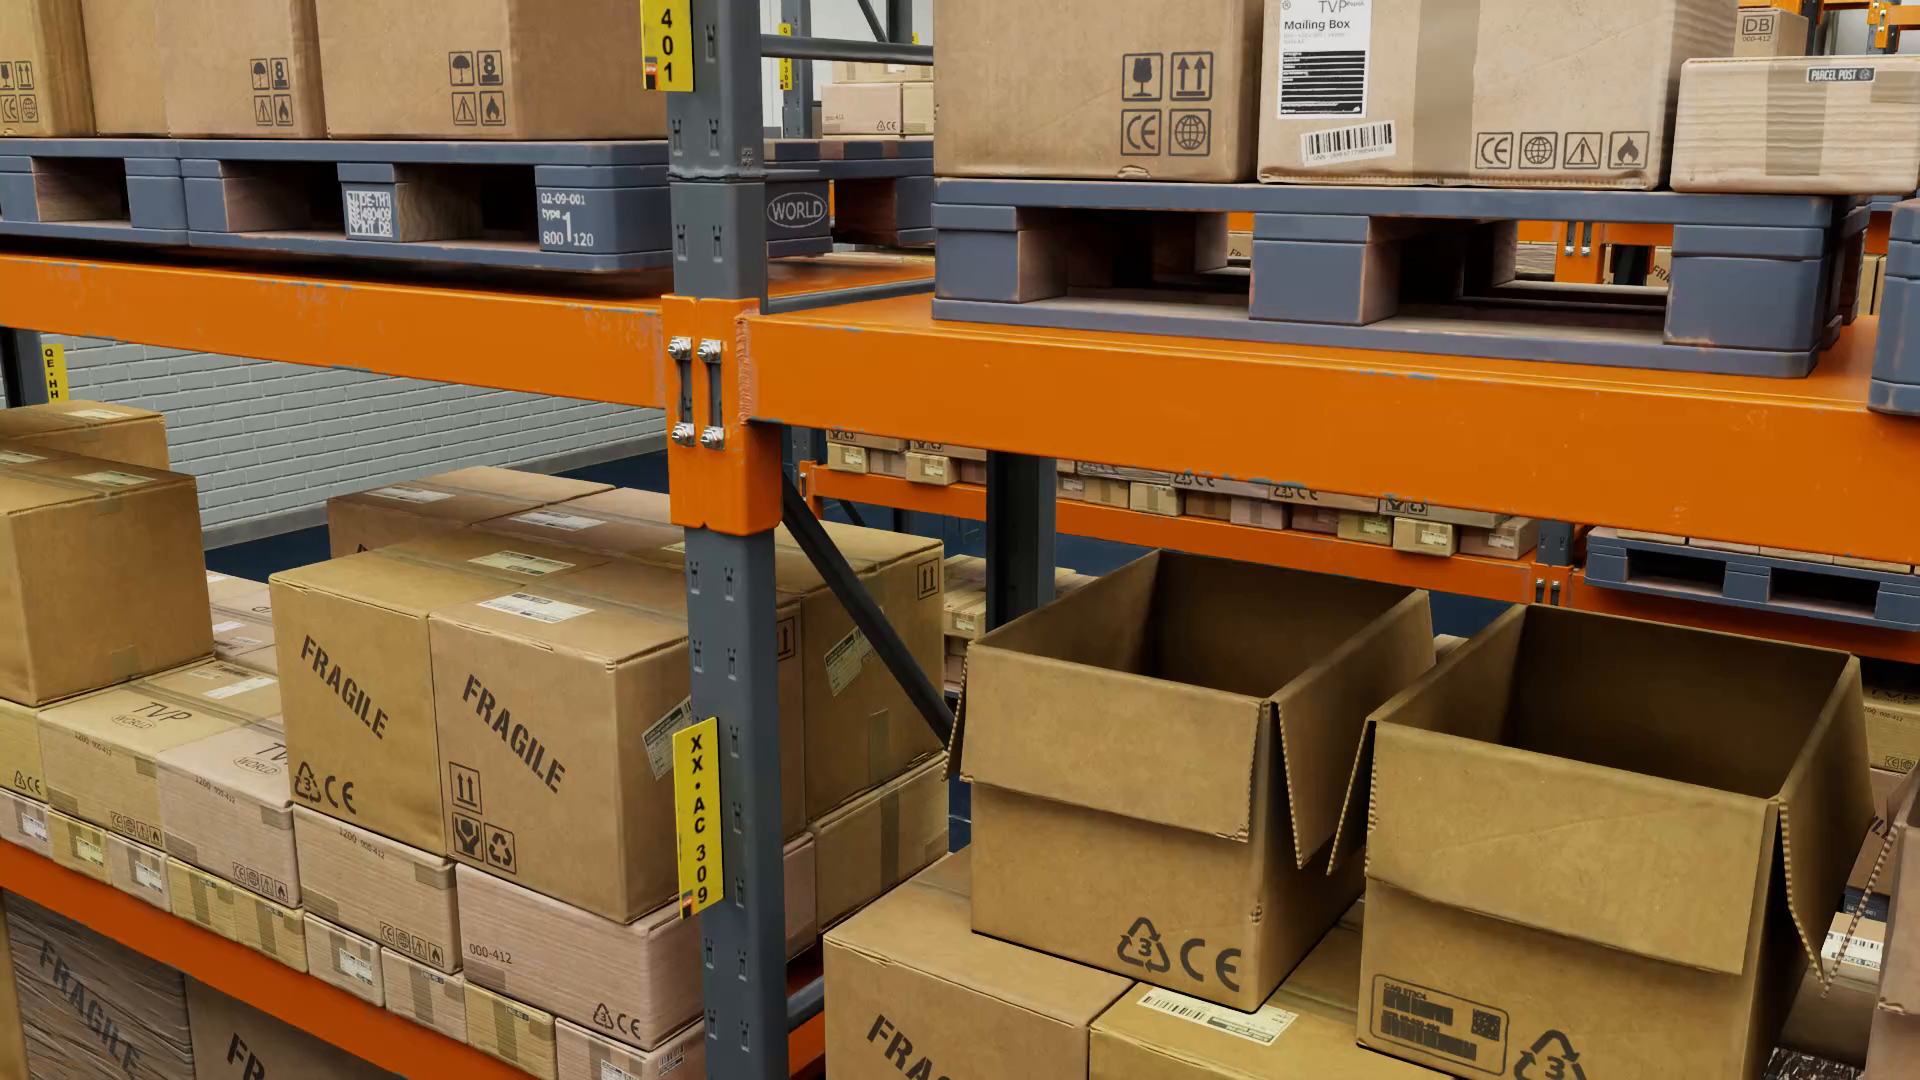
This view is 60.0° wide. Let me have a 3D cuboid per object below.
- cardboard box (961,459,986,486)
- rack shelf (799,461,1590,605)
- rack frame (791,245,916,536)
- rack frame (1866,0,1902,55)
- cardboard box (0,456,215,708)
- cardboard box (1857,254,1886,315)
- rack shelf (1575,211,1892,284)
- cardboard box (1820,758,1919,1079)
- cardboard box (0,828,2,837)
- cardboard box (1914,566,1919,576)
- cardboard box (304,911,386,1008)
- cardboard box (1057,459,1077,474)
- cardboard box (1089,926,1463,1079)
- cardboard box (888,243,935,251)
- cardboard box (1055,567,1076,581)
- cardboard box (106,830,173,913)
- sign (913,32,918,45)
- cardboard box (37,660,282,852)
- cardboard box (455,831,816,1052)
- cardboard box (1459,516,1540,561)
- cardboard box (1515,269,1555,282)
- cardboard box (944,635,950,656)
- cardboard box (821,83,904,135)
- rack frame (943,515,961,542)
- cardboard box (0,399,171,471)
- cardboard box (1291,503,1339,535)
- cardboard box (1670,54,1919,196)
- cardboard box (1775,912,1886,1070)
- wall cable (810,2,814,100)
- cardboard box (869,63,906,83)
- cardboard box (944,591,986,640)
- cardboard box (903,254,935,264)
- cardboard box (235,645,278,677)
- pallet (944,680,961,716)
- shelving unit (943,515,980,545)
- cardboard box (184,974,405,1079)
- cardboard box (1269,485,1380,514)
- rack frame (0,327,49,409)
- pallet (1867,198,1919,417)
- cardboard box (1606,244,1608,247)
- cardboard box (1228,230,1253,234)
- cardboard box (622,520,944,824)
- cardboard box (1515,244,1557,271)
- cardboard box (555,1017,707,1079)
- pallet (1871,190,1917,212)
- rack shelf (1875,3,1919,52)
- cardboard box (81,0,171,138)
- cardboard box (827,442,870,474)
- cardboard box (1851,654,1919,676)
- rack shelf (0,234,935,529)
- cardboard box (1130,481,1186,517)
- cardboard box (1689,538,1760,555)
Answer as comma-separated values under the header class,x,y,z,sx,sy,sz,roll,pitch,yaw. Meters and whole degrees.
class,x,y,z,sx,sy,sz,roll,pitch,yaw
cardboard box,0.214,-0.392,8.688,0.250,0.149,0.380,10,17,35
rack shelf,1.068,-0.086,8.424,4.000,0.370,1.077,9,17,33
rack frame,-0.591,-0.703,9.421,0.127,3.000,1.000,9,17,33
rack frame,8.174,-5.069,14.575,0.127,3.000,1.000,9,17,33
cardboard box,-2.348,0.090,4.349,0.500,0.500,0.500,9,16,31
cardboard box,5.611,-1.585,10.694,0.500,0.500,0.500,9,17,33
rack shelf,4.387,-1.005,5.896,4.000,0.370,1.077,9,17,33
cardboard box,1.498,0.532,2.136,0.637,0.503,0.797,10,17,35
cardboard box,-2.479,0.645,4.498,0.250,0.149,0.380,9,16,32
cardboard box,3.656,0.034,6.091,0.250,0.149,0.380,8,16,30
cardboard box,-1.200,0.852,3.663,0.250,0.149,0.380,10,17,34
cardboard box,0.485,-0.646,8.362,0.500,0.500,0.500,9,17,34
cardboard box,0.536,0.939,2.579,0.500,0.500,0.500,9,17,33
cardboard box,-0.073,-1.370,9.205,0.500,0.500,0.500,9,16,32
cardboard box,0.452,0.263,9.339,0.250,0.149,0.380,9,16,32
cardboard box,-1.837,0.749,4.080,0.250,0.149,0.380,10,17,34
sign,-0.265,-2.697,9.390,0.005,0.325,0.100,9,17,33
cardboard box,-1.910,0.524,4.156,0.500,0.250,0.500,9,16,32
cardboard box,-0.637,0.730,3.324,0.500,0.250,0.500,9,16,32
cardboard box,2.360,-0.036,7.250,0.250,0.149,0.380,9,16,32
cardboard box,2.489,-0.954,7.527,0.500,0.500,0.500,10,17,34
cardboard box,-0.104,0.502,8.993,0.250,0.149,0.380,9,17,33
cardboard box,-0.364,-2.217,8.566,0.500,0.250,0.500,9,17,34
rack frame,-0.064,-0.593,12.721,0.006,1.200,0.240,9,17,33
cardboard box,-2.892,-0.150,5.321,0.500,0.500,0.500,9,17,33
cardboard box,1.722,-0.145,7.690,0.250,0.149,0.380,9,16,31
cardboard box,1.028,-0.500,2.005,0.250,0.149,0.380,8,16,31
cardboard box,1.260,0.905,2.717,0.500,0.500,0.500,9,16,32
wall cable,-0.782,-6.041,18.420,0.133,3.039,2.988,9,17,33
cardboard box,-0.248,-2.396,8.459,0.250,0.149,0.380,10,17,35
cardboard box,0.087,0.398,8.792,0.250,0.149,0.380,9,17,33
cardboard box,0.055,-1.202,8.528,0.500,0.500,0.500,10,17,34
cardboard box,-1.616,0.418,4.584,0.500,0.250,0.500,9,17,33
pallet,0.126,0.777,9.246,1.213,0.211,1.003,9,17,33
shelving unit,0.012,-0.580,12.671,0.189,1.200,0.258,9,17,33
cardboard box,-1.374,1.411,4.428,0.875,0.875,0.875,9,17,33
cardboard box,1.738,-0.438,7.523,0.500,0.500,0.500,9,16,31
rack frame,-3.443,0.272,5.481,0.127,3.000,1.000,9,17,33
pallet,1.701,-0.244,1.718,1.213,0.211,1.003,10,17,35
cardboard box,4.394,-2.117,11.492,0.250,0.149,0.380,9,17,32
cardboard box,2.227,-2.450,12.837,0.250,0.149,0.380,10,17,34
cardboard box,-0.379,0.258,3.671,0.500,0.500,0.500,9,17,33
cardboard box,4.017,-1.845,11.746,0.500,0.500,0.500,9,17,34
cardboard box,-0.560,0.955,3.245,0.250,0.149,0.380,9,17,33
pallet,3.181,-1.427,6.496,1.003,0.211,1.213,9,17,33
rack shelf,9.833,-4.258,13.626,4.000,0.370,1.077,9,17,33
cardboard box,-1.605,-1.213,3.947,0.500,0.500,0.700,10,17,35
cardboard box,-0.505,-0.472,9.012,0.250,0.149,0.380,9,17,32
cardboard box,3.906,0.600,6.925,0.500,0.250,0.500,10,17,35
rack shelf,-1.784,-0.566,4.123,4.000,0.370,1.077,9,17,33
cardboard box,1.023,-0.232,8.039,0.250,0.149,0.380,10,17,34
cardboard box,3.031,-0.068,6.504,0.250,0.149,0.380,9,17,34
